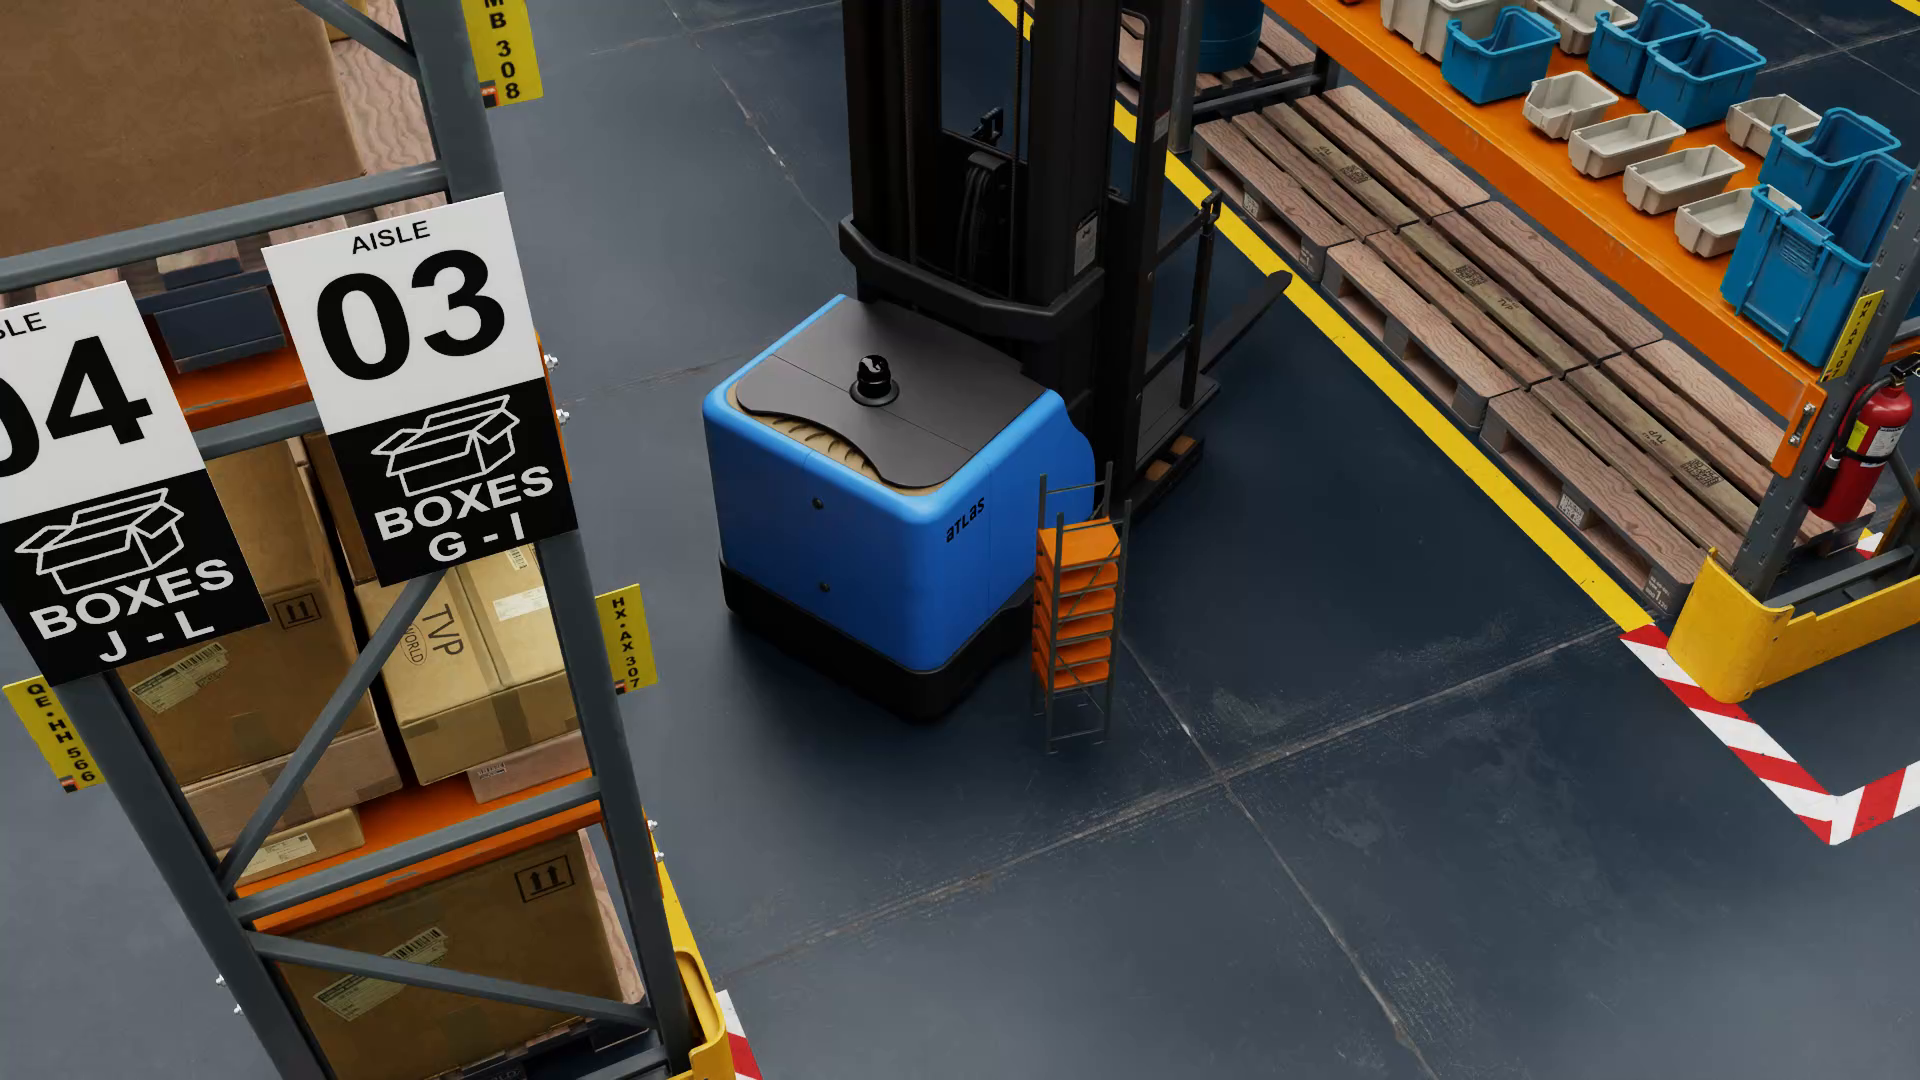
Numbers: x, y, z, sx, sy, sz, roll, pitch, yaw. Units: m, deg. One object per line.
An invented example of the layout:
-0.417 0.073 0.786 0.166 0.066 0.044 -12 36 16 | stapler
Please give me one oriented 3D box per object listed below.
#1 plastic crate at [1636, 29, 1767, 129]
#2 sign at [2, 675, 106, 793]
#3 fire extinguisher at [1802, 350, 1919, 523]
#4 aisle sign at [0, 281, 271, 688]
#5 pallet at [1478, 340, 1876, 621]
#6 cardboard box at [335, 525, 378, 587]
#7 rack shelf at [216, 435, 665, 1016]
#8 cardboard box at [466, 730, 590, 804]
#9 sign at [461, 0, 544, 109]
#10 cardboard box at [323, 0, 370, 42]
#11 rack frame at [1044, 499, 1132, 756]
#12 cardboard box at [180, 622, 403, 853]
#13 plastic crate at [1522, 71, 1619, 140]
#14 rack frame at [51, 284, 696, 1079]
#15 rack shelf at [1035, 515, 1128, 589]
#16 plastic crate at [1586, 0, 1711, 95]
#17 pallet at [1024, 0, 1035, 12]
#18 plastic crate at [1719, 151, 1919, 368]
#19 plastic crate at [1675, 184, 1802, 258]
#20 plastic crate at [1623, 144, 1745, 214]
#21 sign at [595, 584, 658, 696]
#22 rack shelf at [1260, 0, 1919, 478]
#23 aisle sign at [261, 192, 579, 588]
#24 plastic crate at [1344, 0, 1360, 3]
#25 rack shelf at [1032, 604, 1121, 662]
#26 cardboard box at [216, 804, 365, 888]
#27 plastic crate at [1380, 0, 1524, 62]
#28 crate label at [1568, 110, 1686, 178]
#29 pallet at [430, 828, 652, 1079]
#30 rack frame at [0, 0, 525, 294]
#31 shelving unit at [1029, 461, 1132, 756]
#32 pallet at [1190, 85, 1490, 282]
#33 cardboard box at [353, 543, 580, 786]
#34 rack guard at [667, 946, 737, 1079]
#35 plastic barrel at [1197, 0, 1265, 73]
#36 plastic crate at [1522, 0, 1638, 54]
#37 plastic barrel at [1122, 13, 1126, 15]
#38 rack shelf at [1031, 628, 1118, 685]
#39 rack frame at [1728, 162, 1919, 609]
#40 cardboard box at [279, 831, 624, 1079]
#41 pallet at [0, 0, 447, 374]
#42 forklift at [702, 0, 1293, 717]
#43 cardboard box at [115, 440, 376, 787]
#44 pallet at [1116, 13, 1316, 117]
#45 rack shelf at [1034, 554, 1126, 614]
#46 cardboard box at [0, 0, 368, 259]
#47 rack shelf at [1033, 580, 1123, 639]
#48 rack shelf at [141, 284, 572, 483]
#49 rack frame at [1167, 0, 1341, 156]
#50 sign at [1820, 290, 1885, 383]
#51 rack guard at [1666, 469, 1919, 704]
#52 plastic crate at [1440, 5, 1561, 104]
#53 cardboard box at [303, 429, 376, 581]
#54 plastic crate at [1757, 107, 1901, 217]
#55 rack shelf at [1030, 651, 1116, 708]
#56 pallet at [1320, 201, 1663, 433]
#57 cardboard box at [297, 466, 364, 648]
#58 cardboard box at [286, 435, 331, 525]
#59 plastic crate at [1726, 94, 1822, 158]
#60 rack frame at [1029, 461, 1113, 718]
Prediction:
2.886 -1.796 6.511 0.416 0.233 0.300 -18 47 -17 | plastic crate
-1.747 0.377 3.239 0.100 0.325 0.005 -18 47 -17 | sign
2.896 -0.350 5.289 0.296 0.674 0.183 -18 47 -17 | fire extinguisher
-1.491 -0.069 2.833 0.394 0.787 0.004 -18 47 -17 | aisle sign
2.933 -0.285 6.888 1.003 0.211 1.213 -18 47 -17 | pallet
-1.430 -0.045 4.555 0.500 0.250 0.500 -19 48 -18 | cardboard box
-2.090 -0.296 5.427 1.077 0.370 4.000 -18 47 -17 | rack shelf
-1.099 0.488 4.299 0.380 0.149 0.250 -18 47 -17 | cardboard box
-0.743 -0.845 2.656 0.100 0.325 0.005 -18 47 -17 | sign
-1.643 -1.276 3.330 0.700 0.500 0.500 -20 48 -19 | cardboard box
0.417 0.324 5.567 0.240 1.200 0.006 -11 46 -11 | rack frame
-1.693 0.439 4.064 0.500 0.250 0.500 -19 48 -18 | cardboard box
2.348 -1.676 6.458 0.298 0.136 0.250 -18 47 -17 | plastic crate
-1.249 0.722 3.882 1.000 3.000 0.127 -18 47 -17 | rack frame
0.393 0.038 5.408 0.258 0.103 0.180 -11 46 -11 | rack shelf
2.760 -1.987 6.705 0.416 0.233 0.300 -18 47 -17 | plastic crate
0.760 -3.579 10.227 1.003 0.211 1.213 -18 47 -17 | pallet
2.935 -0.933 5.492 0.616 0.435 0.499 -18 47 -17 | plastic crate
2.738 -1.134 5.909 0.396 0.136 0.243 -18 47 -17 | plastic crate
2.629 -1.323 6.100 0.396 0.136 0.243 -18 47 -17 | plastic crate
-0.743 0.226 3.713 0.100 0.325 0.005 -18 47 -17 | sign
2.404 -1.759 6.909 1.077 0.370 4.000 -18 47 -17 | rack shelf
-0.946 -0.246 3.012 0.394 0.787 0.004 -18 47 -17 | aisle sign
1.711 -2.690 7.253 0.402 0.464 0.583 -18 47 -17 | plastic crate
0.393 0.294 5.661 0.258 0.103 0.180 -11 46 -11 | rack shelf
-1.697 0.682 4.102 0.380 0.149 0.250 -17 47 -17 | cardboard box
2.038 -2.241 6.927 0.437 0.282 0.530 -18 47 -17 | plastic crate
2.490 -1.493 6.273 0.396 0.136 0.243 -18 47 -17 | crate label
-1.656 1.229 5.355 1.003 0.211 1.213 -18 47 -17 | pallet
-1.249 -1.413 1.775 1.000 3.000 0.127 -18 47 -17 | rack frame
0.393 0.262 5.630 0.258 1.200 0.189 -11 46 -11 | shelving unit
1.907 -1.840 8.464 1.003 0.211 1.213 -18 47 -17 | pallet
-1.206 0.284 4.221 0.500 0.250 0.500 -19 48 -18 | cardboard box
-1.239 1.627 4.745 1.175 0.500 0.348 -18 47 -17 | rack guard
1.350 -3.044 8.894 0.600 0.901 0.708 -18 47 -17 | plastic barrel
2.568 -2.196 6.985 0.293 0.136 0.466 -18 47 -17 | plastic crate
1.052 -3.495 9.351 0.600 0.901 0.708 -18 47 -17 | plastic barrel
0.393 0.379 5.746 0.258 0.103 0.180 -11 46 -11 | rack shelf
3.245 -0.740 5.365 1.000 3.000 0.127 -18 47 -17 | rack frame
-1.591 0.945 4.870 0.875 0.875 0.875 -18 47 -17 | cardboard box
-1.570 -0.783 3.336 1.003 0.211 1.213 -18 47 -17 | pallet
0.371 -1.396 6.078 1.130 2.935 3.031 27 51 25 | forklift
-1.692 0.170 3.803 0.500 0.500 0.500 -17 47 -17 | cardboard box
1.276 -2.801 9.438 1.003 0.211 1.213 -18 47 -17 | pallet
0.393 0.123 5.493 0.258 0.103 0.180 -11 46 -11 | rack shelf
-1.516 -0.882 2.931 0.700 0.500 0.500 -21 48 -20 | cardboard box
0.393 0.208 5.577 0.258 0.103 0.180 -11 46 -11 | rack shelf
-2.090 -1.364 4.373 1.077 0.370 4.000 -18 47 -17 | rack shelf
1.563 -3.289 7.948 1.000 3.000 0.127 -18 47 -17 | rack frame
2.753 -0.626 5.132 0.100 0.325 0.005 -18 47 -17 | sign
3.267 0.161 6.231 1.175 0.500 0.348 -18 47 -17 | rack guard
2.149 -1.935 6.652 0.416 0.233 0.300 -18 47 -17 | plastic crate
-1.416 -0.301 4.281 0.500 0.500 0.500 -19 48 -18 | cardboard box
3.163 -1.376 6.086 0.416 0.233 0.300 -18 47 -17 | plastic crate
0.393 0.465 5.830 0.258 0.103 0.180 -11 46 -11 | rack shelf
2.424 -1.061 7.675 1.003 0.211 1.213 -18 47 -17 | pallet
-1.906 0.116 4.392 0.500 0.250 0.500 -19 48 -18 | cardboard box
-2.120 -0.208 4.720 0.500 0.250 0.500 -20 48 -19 | cardboard box
3.095 -1.584 6.364 0.250 0.136 0.298 -18 47 -17 | plastic crate
0.370 0.200 5.693 0.240 1.200 0.006 -11 46 -11 | rack frame
